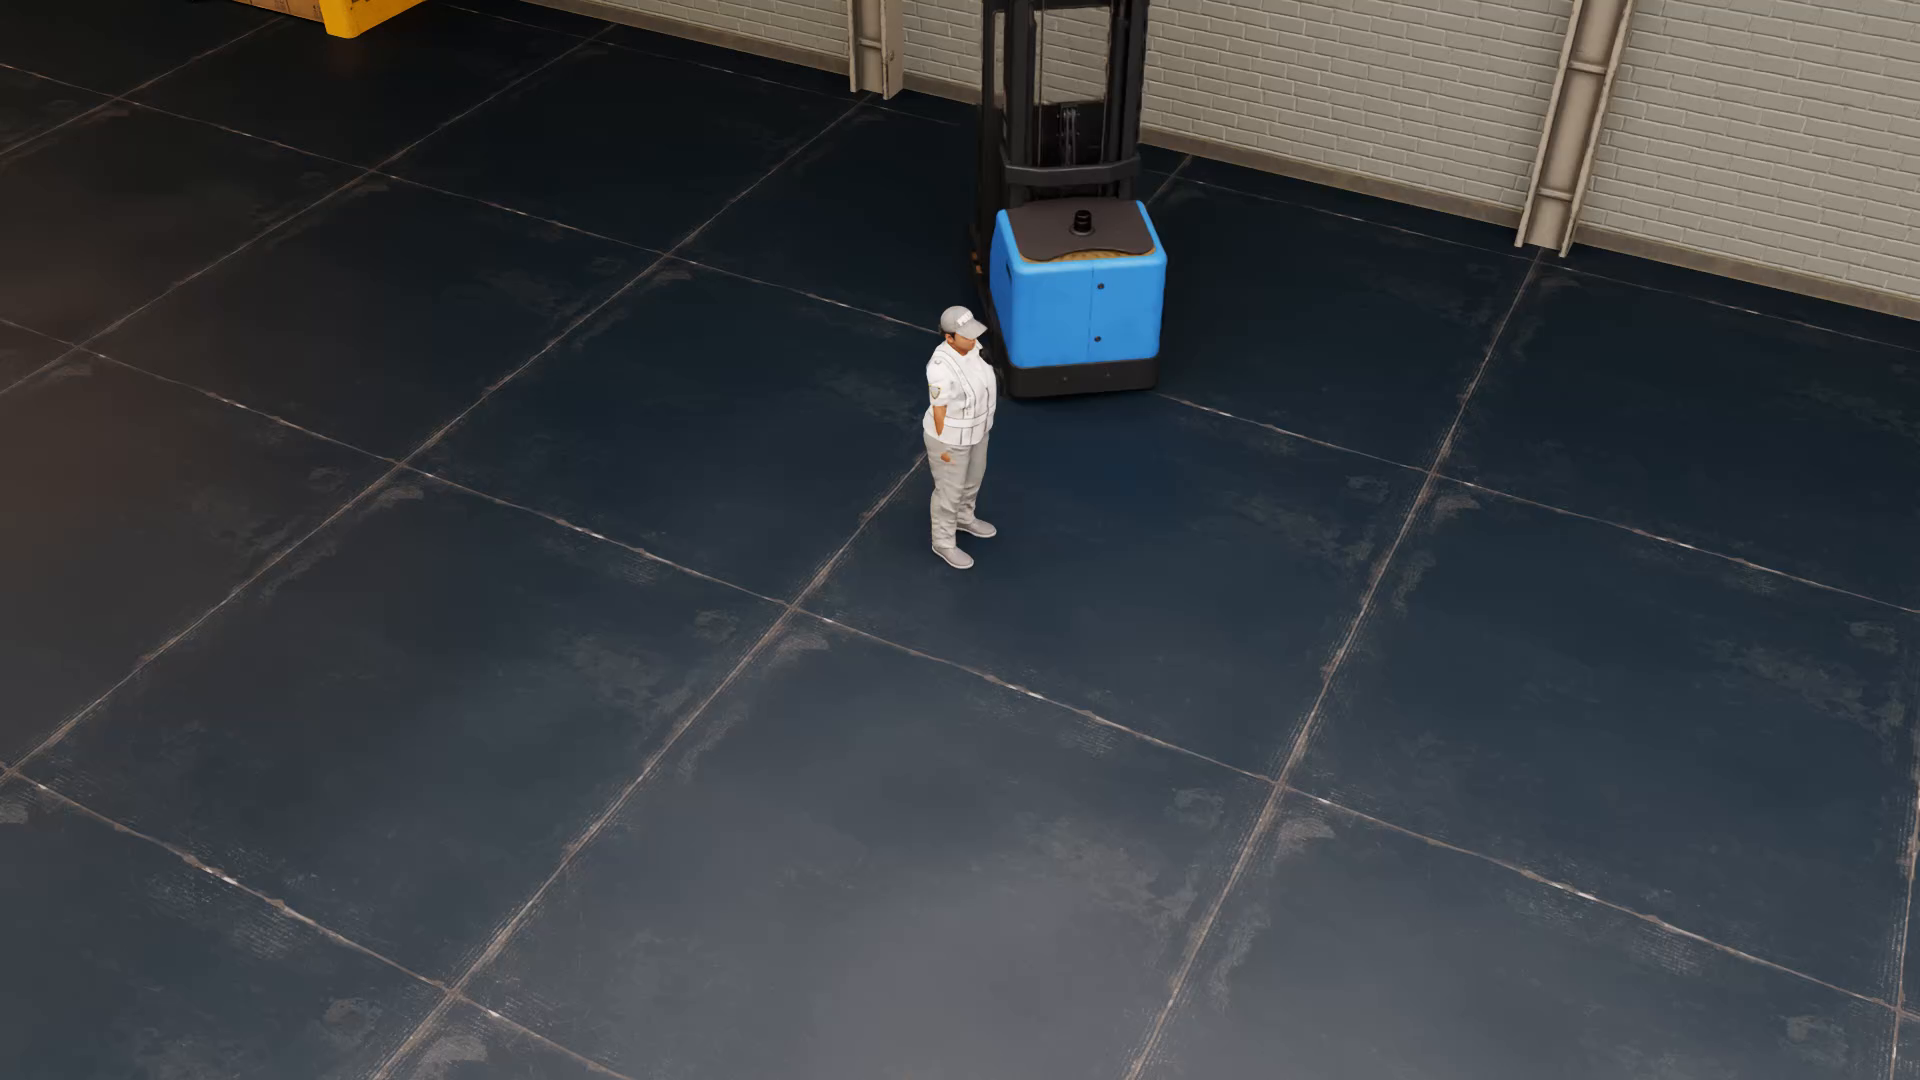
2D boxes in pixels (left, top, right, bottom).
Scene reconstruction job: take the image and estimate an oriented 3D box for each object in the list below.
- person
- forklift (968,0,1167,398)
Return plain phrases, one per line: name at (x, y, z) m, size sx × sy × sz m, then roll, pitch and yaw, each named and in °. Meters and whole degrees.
person at (0.001, -0.629, 9.723) m, size 0.394 × 1.668 × 0.483 m, roll 18°, pitch 43°, yaw 21°
forklift at (0.660, -3.035, 11.590) m, size 1.130 × 2.935 × 3.031 m, roll -5°, pitch 40°, yaw -6°
